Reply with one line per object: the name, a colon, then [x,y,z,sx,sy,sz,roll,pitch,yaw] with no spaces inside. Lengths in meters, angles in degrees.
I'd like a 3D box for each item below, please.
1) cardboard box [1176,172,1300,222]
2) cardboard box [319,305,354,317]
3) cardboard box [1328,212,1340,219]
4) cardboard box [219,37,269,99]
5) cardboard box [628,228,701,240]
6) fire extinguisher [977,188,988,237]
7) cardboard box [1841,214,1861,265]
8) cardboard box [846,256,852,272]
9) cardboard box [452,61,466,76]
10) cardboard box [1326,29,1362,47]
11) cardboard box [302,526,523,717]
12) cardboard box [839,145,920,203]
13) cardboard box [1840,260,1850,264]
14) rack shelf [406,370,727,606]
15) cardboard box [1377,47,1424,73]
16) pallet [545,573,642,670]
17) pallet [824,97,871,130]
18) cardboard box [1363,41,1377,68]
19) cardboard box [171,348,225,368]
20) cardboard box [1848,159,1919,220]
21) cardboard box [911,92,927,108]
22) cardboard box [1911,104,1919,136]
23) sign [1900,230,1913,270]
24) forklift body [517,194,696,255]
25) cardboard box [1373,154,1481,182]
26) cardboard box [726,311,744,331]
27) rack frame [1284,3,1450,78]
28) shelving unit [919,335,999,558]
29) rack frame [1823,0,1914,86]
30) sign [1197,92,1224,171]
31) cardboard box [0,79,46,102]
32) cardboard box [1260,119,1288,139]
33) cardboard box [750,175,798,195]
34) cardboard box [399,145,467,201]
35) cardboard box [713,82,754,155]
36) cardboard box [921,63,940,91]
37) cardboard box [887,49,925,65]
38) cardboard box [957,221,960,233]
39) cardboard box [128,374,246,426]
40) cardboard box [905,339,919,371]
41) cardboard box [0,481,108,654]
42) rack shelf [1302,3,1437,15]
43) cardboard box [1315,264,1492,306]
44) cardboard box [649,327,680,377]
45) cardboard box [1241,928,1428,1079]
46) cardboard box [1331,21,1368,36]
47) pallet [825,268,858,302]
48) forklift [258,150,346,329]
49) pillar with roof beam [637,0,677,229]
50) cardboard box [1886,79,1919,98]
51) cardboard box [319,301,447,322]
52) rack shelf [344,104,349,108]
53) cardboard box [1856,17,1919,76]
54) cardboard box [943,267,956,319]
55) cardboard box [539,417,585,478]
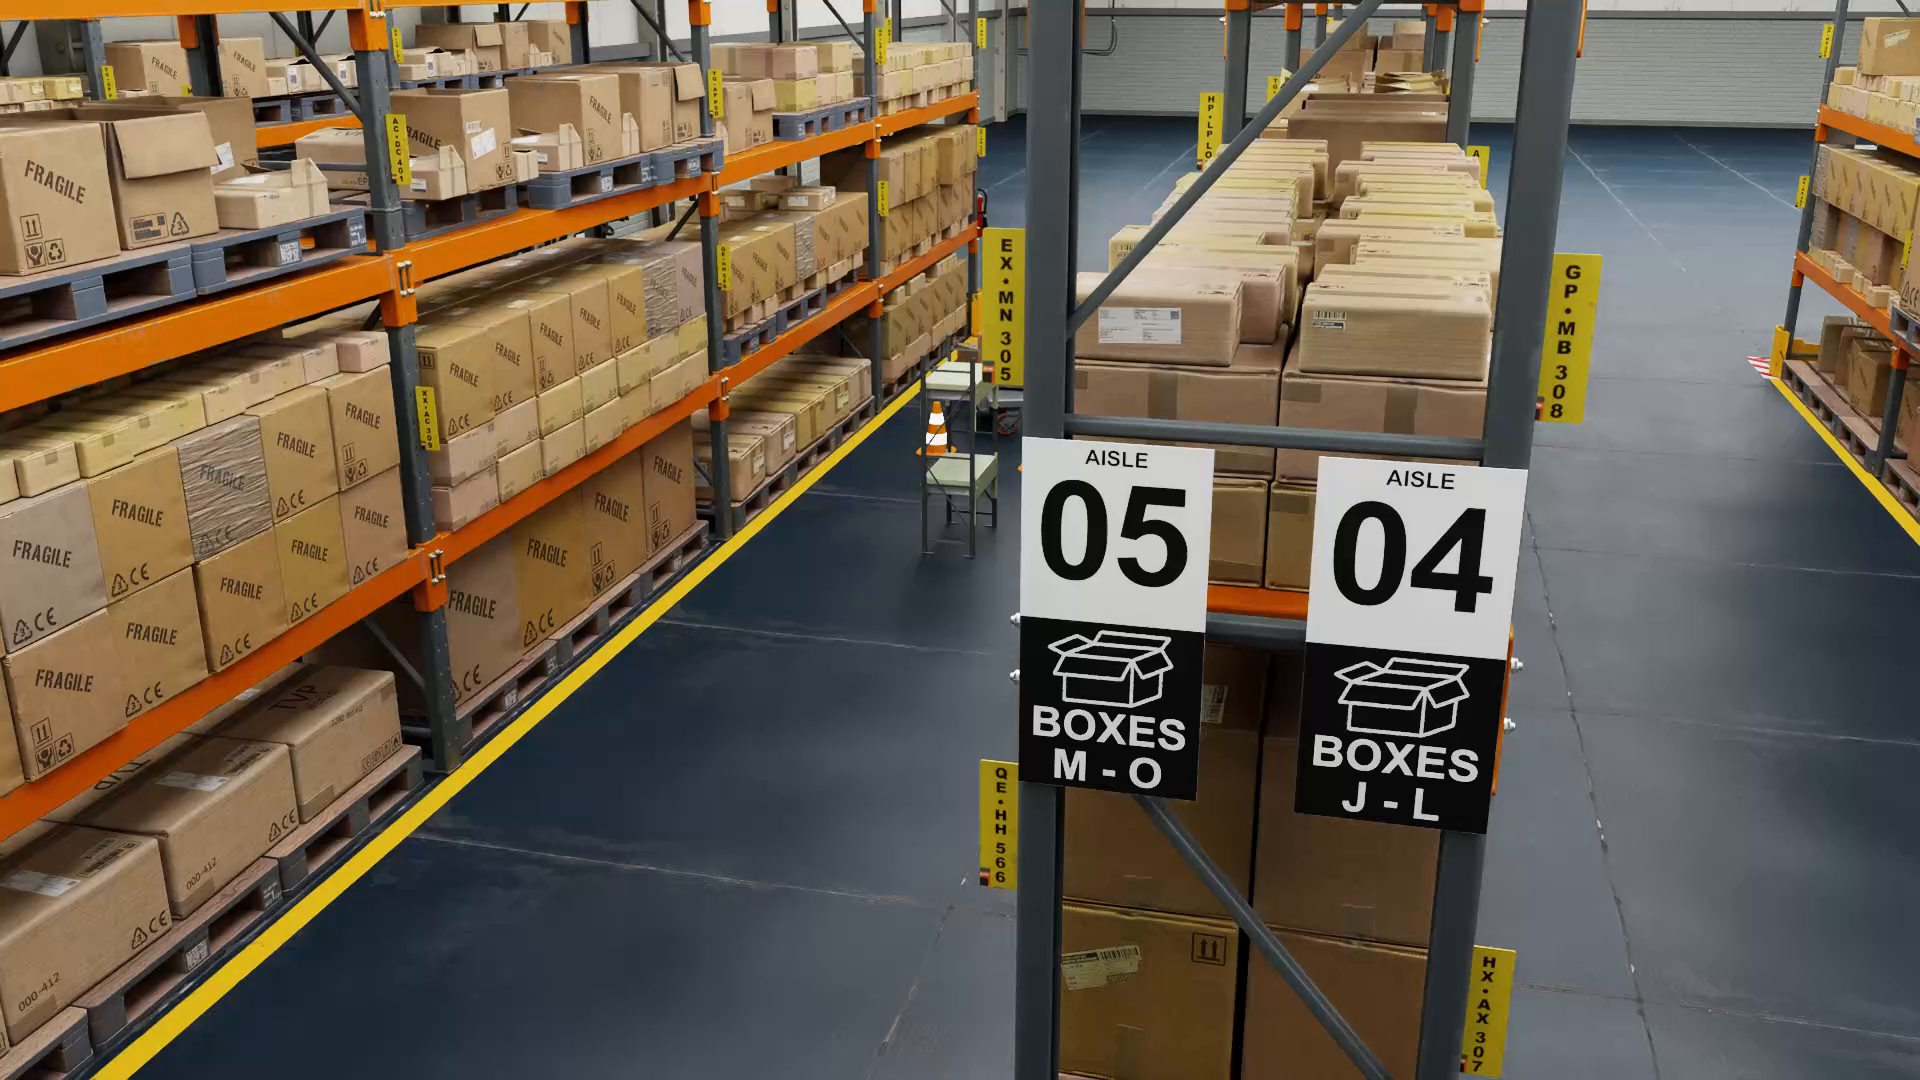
cardboard box: [0.932,-1.140,5.586,0.380,0.149,0.250,6,20,16]
cardboard box: [-6.195,-2.015,16.970,0.875,0.625,0.625,6,20,16]
cardboard box: [1.478,-0.941,5.620,0.500,0.250,0.500,5,20,16]
cardboard box: [-6.394,-4.090,14.422,0.500,0.500,0.500,5,20,15]
cardboard box: [-2.284,-2.174,13.147,0.500,0.500,0.500,4,19,13]
fire extinguisher: [0.188,-3.930,19.673,0.296,0.674,0.183,5,19,13]
cardboard box: [8.992,-2.883,15.872,0.875,0.500,0.500,5,19,13]
cardboard box: [-1.204,-2.529,15.190,0.380,0.149,0.250,4,19,12]
cardboard box: [-5.487,-5.008,17.654,0.380,0.149,0.250,5,20,15]
cardboard box: [3.464,-4.576,15.154,0.380,0.149,0.250,5,19,13]
cardboard box: [-3.145,0.400,9.513,0.875,0.875,0.875,5,20,15]
cardboard box: [-0.801,-3.654,16.582,0.700,0.500,0.500,5,19,14]
cardboard box: [8.723,-2.603,16.056,0.380,0.149,0.250,5,19,13]
rack shelf: [-2.730,-0.492,10.601,1.077,0.370,4.000,5,19,13]
cardboard box: [3.951,-4.221,14.730,0.500,0.250,0.500,5,19,14]
pallet: [-2.807,0.482,10.949,1.003,0.211,1.213,5,19,13]
pallet: [-1.518,-3.859,14.995,1.213,0.211,1.003,5,19,13]
cardboard box: [3.802,-4.738,16.244,0.500,0.250,0.500,5,19,13]
cardboard box: [-3.616,-0.790,7.654,0.380,0.149,0.250,4,19,13]
cardboard box: [8.558,-3.225,15.326,0.500,0.500,0.500,5,19,13]
cardboard box: [-0.550,-4.490,16.939,0.380,0.149,0.250,4,19,12]
cardboard box: [8.204,-3.443,13.718,0.500,0.250,0.500,5,20,15]
sign: [7.817,-2.381,13.678,0.100,0.325,0.005,5,19,13]
forklift body: [-3.795,-3.218,18.781,2.313,2.155,1.214,5,19,13]
cardboard box: [1.721,-1.337,6.163,0.380,0.149,0.250,5,19,13]
cardboard box: [-1.880,-1.713,12.800,0.380,0.149,0.250,3,19,10]
rack frame: [2.583,-3.939,10.299,1.000,3.000,0.127,5,19,13]
shelving unit: [0.002,-0.712,12.451,0.431,1.500,0.755,5,19,13]
rack frame: [9.323,-6.023,16.401,1.000,3.000,0.127,5,19,13]
sign: [1.067,-1.740,7.091,0.100,0.325,0.005,5,19,13]
cardboard box: [-7.020,-3.323,12.291,0.380,0.149,0.250,4,19,12]
cardboard box: [1.953,-2.095,9.385,0.500,0.500,0.500,5,19,13]
cardboard box: [-1.722,-3.288,15.404,0.380,0.149,0.250,5,19,13]
cardboard box: [-2.757,-1.890,8.497,0.396,0.266,0.258,4,19,13]
cardboard box: [-2.000,-3.223,12.687,0.700,0.500,0.500,5,19,13]
cardboard box: [-0.518,-4.796,17.219,0.500,0.250,0.500,5,19,14]
cardboard box: [-0.571,-4.958,17.077,0.380,0.149,0.250,5,20,14]
cardboard box: [-0.209,-3.547,18.821,0.380,0.149,0.250,4,19,12]
cardboard box: [-3.296,-0.598,7.093,0.380,0.149,0.250,5,19,13]
cardboard box: [-0.739,-1.943,17.339,0.500,0.250,0.500,6,20,16]
cardboard box: [-3.565,0.075,6.126,0.500,0.500,0.500,5,19,13]
rack shelf: [3.072,-4.037,12.315,1.077,0.370,4.000,5,19,13]
cardboard box: [1.008,-0.529,3.796,0.380,0.149,0.250,5,20,16]
cardboard box: [-2.235,-1.292,11.289,0.500,0.250,0.500,4,19,12]
cardboard box: [1.006,1.100,4.211,0.500,0.500,0.500,6,20,16]
cardboard box: [4.085,-5.374,17.490,0.380,0.149,0.250,5,19,14]
pallet: [-1.592,-2.395,15.354,1.003,0.211,1.213,5,19,13]
forklift: [-4.884,-1.432,12.345,1.130,2.935,3.031,4,19,12]
pillar with roof beam: [-0.505,-8.591,23.916,9.100,9.000,0.400,5,19,13]
cardboard box: [8.462,-4.006,14.750,0.380,0.149,0.250,6,20,16]
cardboard box: [-3.234,-1.049,9.417,0.500,0.500,0.500,5,19,14]
rack shelf: [-5.590,-4.810,18.602,1.077,0.370,4.000,5,19,13]
cardboard box: [8.698,-4.585,15.441,0.500,0.500,0.500,5,19,13]
cardboard box: [-0.354,-2.784,18.642,0.500,0.500,0.500,5,20,15]
cardboard box: [-2.590,-0.574,9.959,0.500,0.250,0.500,4,19,13]
